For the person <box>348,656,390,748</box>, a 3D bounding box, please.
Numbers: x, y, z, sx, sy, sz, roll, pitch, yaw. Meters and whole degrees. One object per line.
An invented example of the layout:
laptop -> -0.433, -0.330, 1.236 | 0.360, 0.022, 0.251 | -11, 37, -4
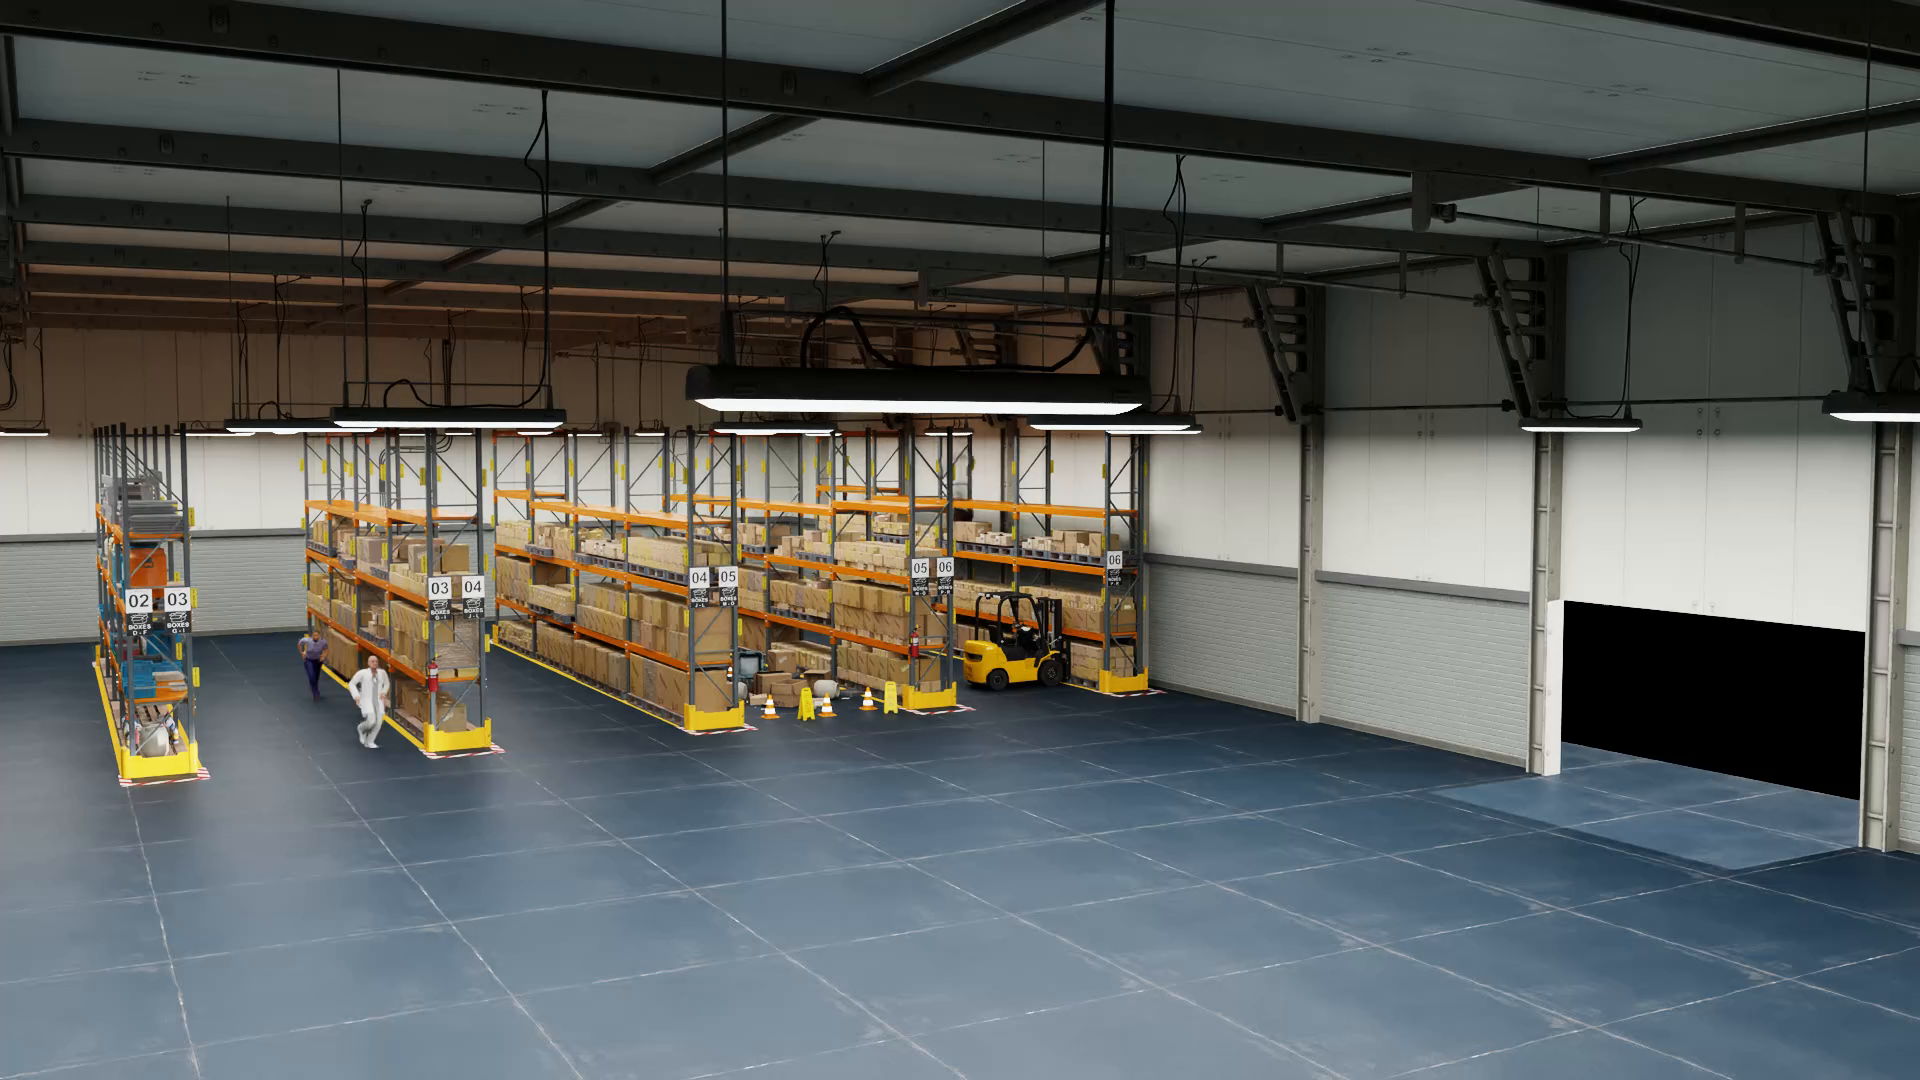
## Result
person -> -10.872, 2.996, 30.739 | 0.612, 1.705, 0.709 | 3, 5, 45

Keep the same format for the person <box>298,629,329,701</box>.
person -> -14.281, 2.750, 36.719 | 0.640, 1.594, 0.975 | -2, 4, -27

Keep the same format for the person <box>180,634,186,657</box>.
person -> -20.459, 2.268, 43.573 | 0.656, 1.696, 0.600 | 0, 3, -3
